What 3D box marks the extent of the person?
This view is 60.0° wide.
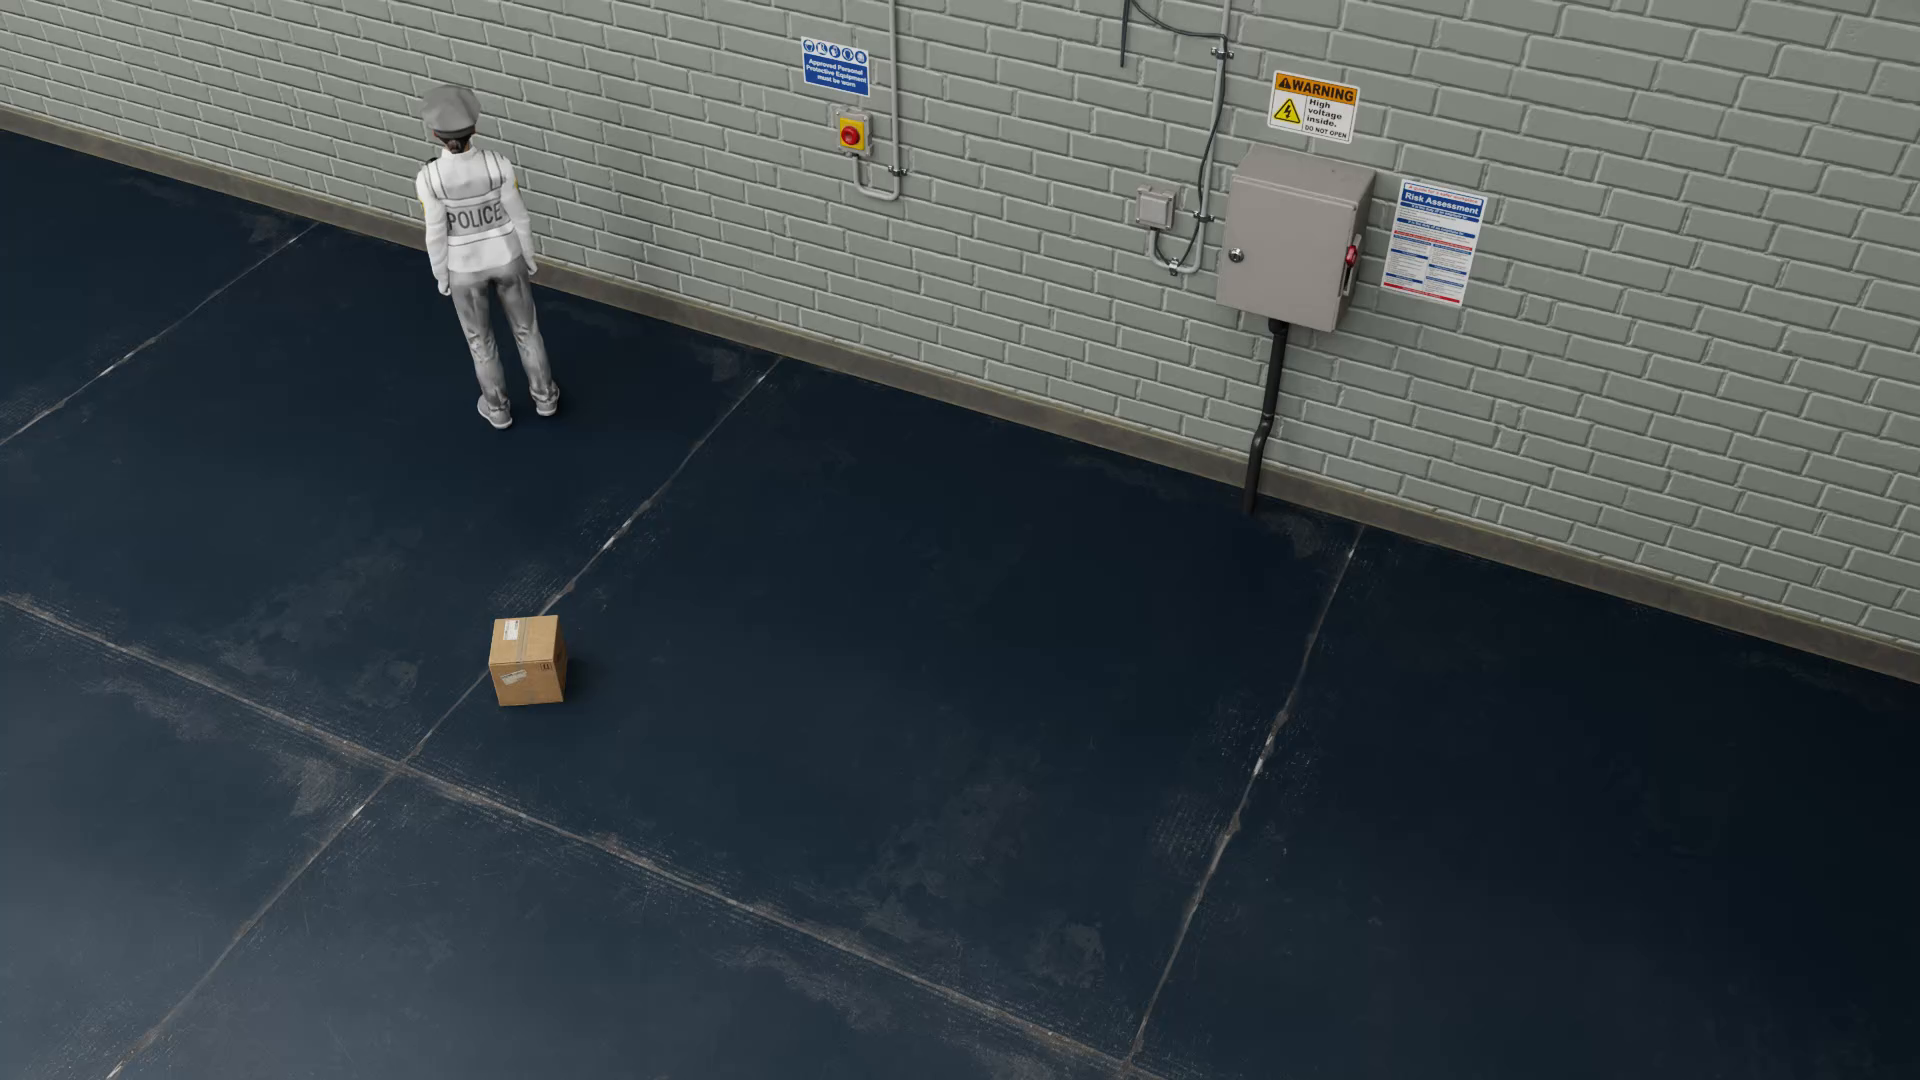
[{"bbox_3d":[-2.151,-1.242,7.530,0.465,1.660,0.327,-17,45,-18],"label":"person"}]
